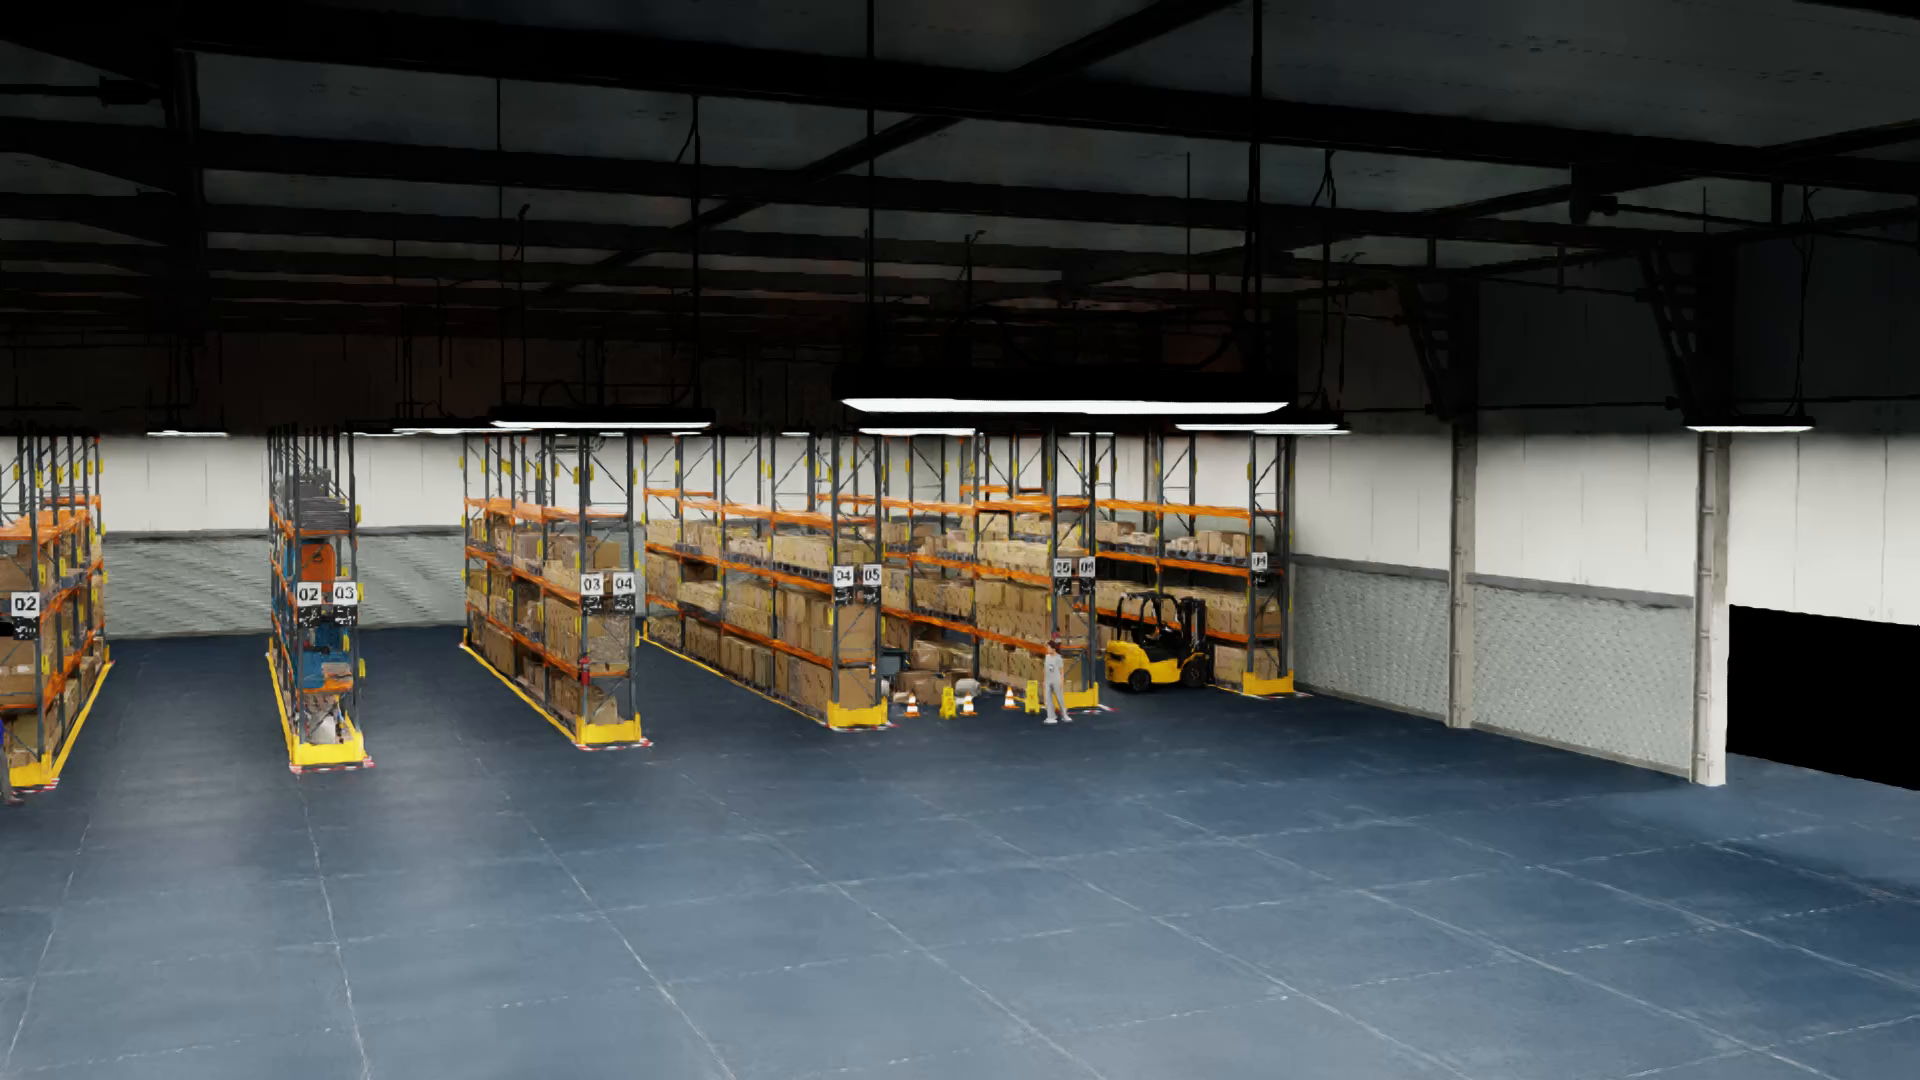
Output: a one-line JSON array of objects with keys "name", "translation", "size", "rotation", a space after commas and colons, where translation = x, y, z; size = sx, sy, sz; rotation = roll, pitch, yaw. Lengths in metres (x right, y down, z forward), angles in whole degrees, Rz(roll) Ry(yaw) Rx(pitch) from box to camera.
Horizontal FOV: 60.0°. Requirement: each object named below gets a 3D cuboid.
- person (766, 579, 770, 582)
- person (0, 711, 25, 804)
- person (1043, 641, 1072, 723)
[{"name": "person", "translation": [-5.392, 1.967, 46.879], "size": [0.592, 1.764, 0.687], "rotation": [0, 3, -5]}, {"name": "person", "translation": [-14.933, 3.312, 25.721], "size": [0.523, 1.648, 0.674], "rotation": [1, 4, 8]}, {"name": "person", "translation": [1.942, 2.852, 33.512], "size": [0.567, 1.664, 0.543], "rotation": [3, 4, 38]}]
